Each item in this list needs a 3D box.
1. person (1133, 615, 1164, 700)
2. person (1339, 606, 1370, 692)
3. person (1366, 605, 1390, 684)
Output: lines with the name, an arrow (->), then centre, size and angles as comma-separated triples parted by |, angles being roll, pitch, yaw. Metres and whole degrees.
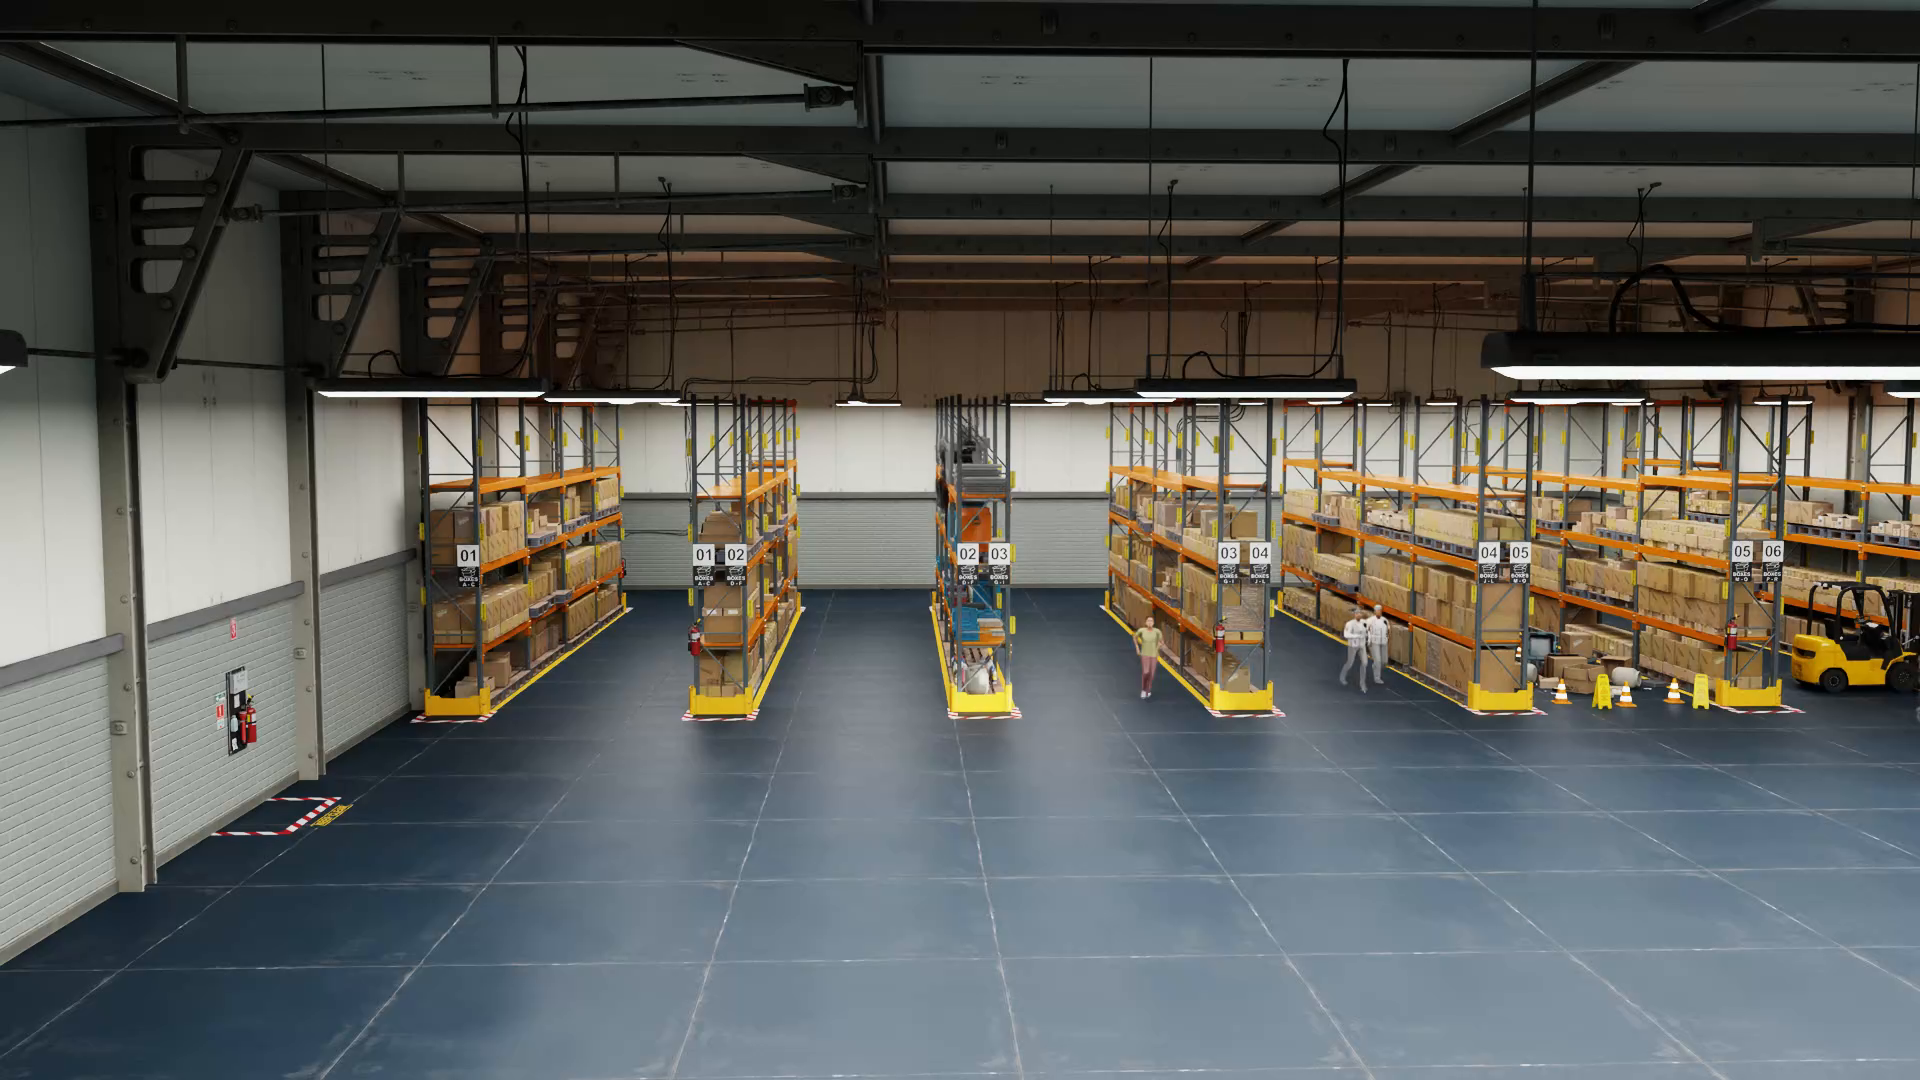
person -> 3.747, 2.312, 32.860 | 0.575, 1.670, 0.656 | 0, 5, -5
person -> 8.105, 2.203, 34.027 | 0.623, 1.739, 0.883 | -1, 5, -9
person -> 8.742, 2.168, 34.868 | 0.615, 1.624, 0.707 | -1, 5, -10
